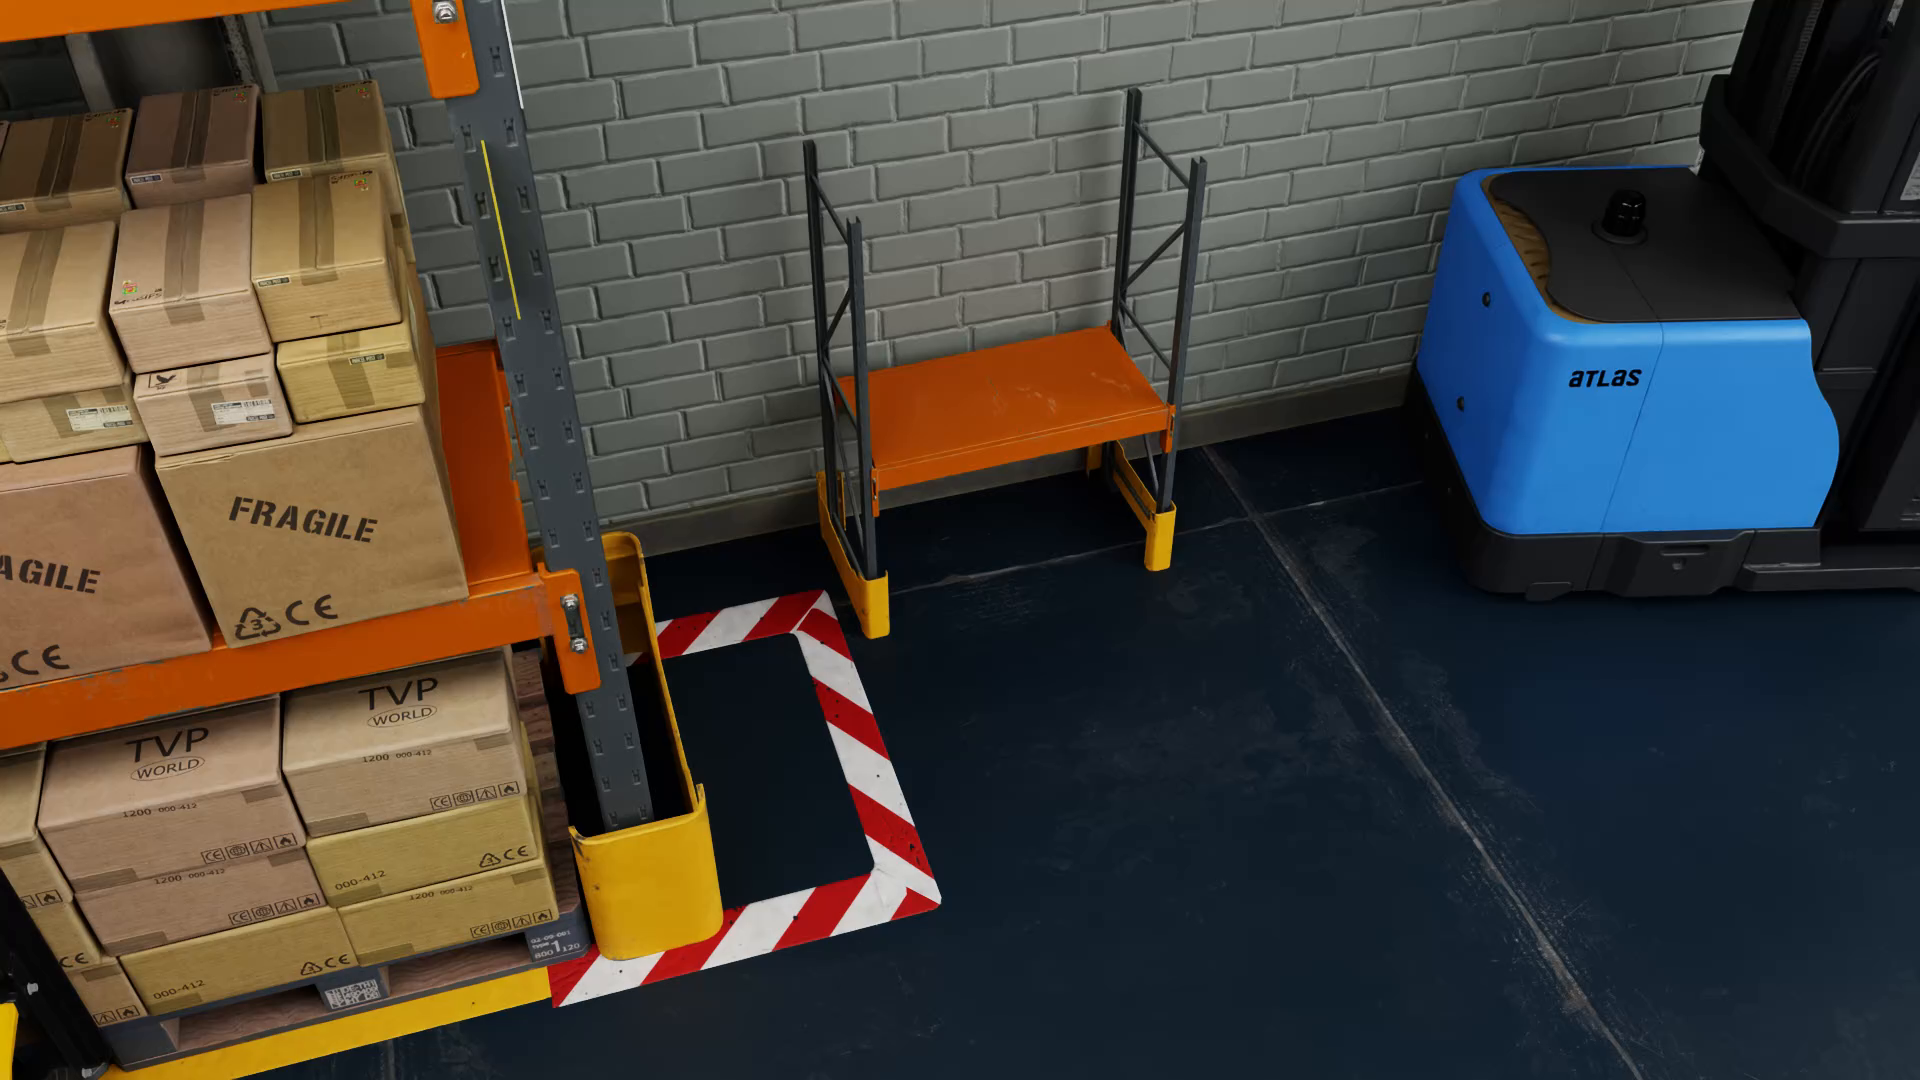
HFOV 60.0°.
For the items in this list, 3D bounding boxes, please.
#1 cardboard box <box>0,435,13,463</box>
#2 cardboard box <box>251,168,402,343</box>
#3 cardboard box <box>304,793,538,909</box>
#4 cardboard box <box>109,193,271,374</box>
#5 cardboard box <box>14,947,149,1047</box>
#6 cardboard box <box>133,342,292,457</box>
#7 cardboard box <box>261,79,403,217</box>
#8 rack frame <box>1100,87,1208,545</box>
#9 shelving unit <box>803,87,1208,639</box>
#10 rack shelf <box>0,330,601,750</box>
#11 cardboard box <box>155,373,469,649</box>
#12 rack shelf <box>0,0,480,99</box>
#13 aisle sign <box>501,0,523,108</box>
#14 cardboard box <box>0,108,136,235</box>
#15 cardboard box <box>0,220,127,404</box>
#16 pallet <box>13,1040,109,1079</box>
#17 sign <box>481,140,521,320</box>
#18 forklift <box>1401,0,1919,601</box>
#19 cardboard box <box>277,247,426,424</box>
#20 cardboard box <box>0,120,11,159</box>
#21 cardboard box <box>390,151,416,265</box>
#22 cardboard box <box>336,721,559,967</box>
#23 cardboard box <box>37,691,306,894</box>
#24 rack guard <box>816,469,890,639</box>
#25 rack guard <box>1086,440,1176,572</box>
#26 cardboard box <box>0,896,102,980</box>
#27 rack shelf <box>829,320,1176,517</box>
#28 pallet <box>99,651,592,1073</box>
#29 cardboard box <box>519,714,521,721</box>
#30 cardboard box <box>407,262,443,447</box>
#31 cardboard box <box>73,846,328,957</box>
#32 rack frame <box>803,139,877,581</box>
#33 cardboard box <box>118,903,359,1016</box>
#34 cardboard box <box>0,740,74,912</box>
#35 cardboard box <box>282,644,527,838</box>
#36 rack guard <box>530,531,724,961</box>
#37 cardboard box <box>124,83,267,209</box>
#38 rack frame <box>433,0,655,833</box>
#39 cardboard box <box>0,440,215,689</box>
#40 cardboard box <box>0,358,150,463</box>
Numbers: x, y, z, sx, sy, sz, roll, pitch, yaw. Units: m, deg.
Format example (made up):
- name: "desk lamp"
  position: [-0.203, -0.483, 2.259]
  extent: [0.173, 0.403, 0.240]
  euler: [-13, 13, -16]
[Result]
- name: "cardboard box"
  position: [-1.981, -0.299, 3.243]
  extent: [0.250, 0.149, 0.380]
  euler: [-12, 43, -13]
- name: "cardboard box"
  position: [-1.272, -0.576, 3.335]
  extent: [0.250, 0.149, 0.380]
  euler: [-12, 42, -13]
- name: "cardboard box"
  position: [-1.364, 0.596, 4.178]
  extent: [0.500, 0.250, 0.500]
  euler: [-12, 43, -14]
- name: "cardboard box"
  position: [-1.498, -0.508, 3.256]
  extent: [0.250, 0.149, 0.380]
  euler: [-12, 42, -13]
- name: "cardboard box"
  position: [-2.304, 0.969, 4.132]
  extent: [0.500, 0.250, 0.500]
  euler: [-11, 42, -13]
- name: "cardboard box"
  position: [-1.475, -0.354, 3.306]
  extent: [0.250, 0.149, 0.380]
  euler: [-11, 42, -12]
- name: "cardboard box"
  position: [-1.378, -0.847, 3.644]
  extent: [0.250, 0.149, 0.380]
  euler: [-12, 43, -14]
- name: "rack frame"
  position: [0.603, -0.650, 5.354]
  extent: [0.032, 1.500, 0.500]
  euler: [-13, 43, -14]
- name: "shelving unit"
  position: [0.114, -0.539, 5.227]
  extent: [1.083, 1.500, 0.587]
  euler: [-13, 43, -14]
- name: "rack shelf"
  position: [-2.901, 0.281, 3.695]
  extent: [4.000, 0.370, 1.077]
  euler: [-12, 42, -13]
- name: "cardboard box"
  position: [-1.384, -0.161, 3.578]
  extent: [0.500, 0.500, 0.500]
  euler: [-13, 43, -14]
- name: "rack shelf"
  position: [-2.901, -0.849, 2.708]
  extent: [4.000, 0.370, 1.077]
  euler: [-12, 42, -13]
- name: "aisle sign"
  position: [-0.843, -1.193, 2.860]
  extent: [0.004, 0.787, 0.394]
  euler: [-12, 42, -13]
- name: "cardboard box"
  position: [-1.885, -0.755, 3.540]
  extent: [0.250, 0.149, 0.380]
  euler: [-11, 42, -12]
- name: "cardboard box"
  position: [-1.739, -0.439, 3.178]
  extent: [0.250, 0.149, 0.380]
  euler: [-11, 42, -12]
- name: "pallet"
  position: [-2.872, 1.081, 4.352]
  extent: [1.213, 0.211, 1.003]
  euler: [-12, 42, -13]
- name: "sign"
  position: [-0.844, -0.567, 3.059]
  extent: [0.005, 0.325, 0.100]
  euler: [-12, 42, -13]
- name: "forklift"
  position: [3.163, -1.259, 4.964]
  extent: [3.031, 2.935, 1.130]
  euler: [-2, 41, -2]
- name: "cardboard box"
  position: [-1.240, -0.423, 3.385]
  extent: [0.250, 0.149, 0.380]
  euler: [-11, 42, -12]
- name: "cardboard box"
  position: [-2.126, -0.716, 3.494]
  extent: [0.250, 0.149, 0.380]
  euler: [-11, 42, -13]
- name: "cardboard box"
  position: [-1.395, -0.763, 3.774]
  extent: [0.250, 0.149, 0.380]
  euler: [-13, 43, -14]
- name: "cardboard box"
  position: [-1.347, 0.783, 4.344]
  extent: [0.500, 0.250, 0.500]
  euler: [-11, 42, -13]
- name: "cardboard box"
  position: [-1.824, 0.507, 3.901]
  extent: [0.500, 0.250, 0.500]
  euler: [-11, 42, -12]
- name: "rack guard"
  position: [-0.357, 0.039, 5.516]
  extent: [0.087, 0.250, 0.587]
  euler: [-13, 43, -14]
- name: "rack guard"
  position: [0.585, -0.175, 5.760]
  extent: [0.087, 0.250, 0.587]
  euler: [-13, 43, -14]
- name: "cardboard box"
  position: [-2.332, 0.804, 3.941]
  extent: [0.500, 0.250, 0.500]
  euler: [-13, 43, -14]
- name: "rack shelf"
  position: [0.123, -0.405, 5.347]
  extent: [1.000, 0.185, 0.538]
  euler: [-13, 43, -14]
- name: "pallet"
  position: [-1.711, 0.842, 4.625]
  extent: [1.213, 0.211, 1.003]
  euler: [-12, 42, -13]
- name: "cardboard box"
  position: [-1.521, 0.466, 4.707]
  extent: [0.500, 0.250, 0.500]
  euler: [-12, 42, -13]
- name: "cardboard box"
  position: [-1.550, -0.499, 3.966]
  extent: [0.500, 0.500, 0.500]
  euler: [-10, 42, -12]
- name: "cardboard box"
  position: [-1.846, 0.689, 4.073]
  extent: [0.500, 0.250, 0.500]
  euler: [-12, 43, -13]
- name: "rack frame"
  position: [-0.358, -0.432, 5.104]
  extent: [0.032, 1.500, 0.500]
  euler: [-13, 43, -14]
- name: "cardboard box"
  position: [-1.824, 0.876, 4.239]
  extent: [0.500, 0.250, 0.500]
  euler: [-12, 42, -13]
- name: "cardboard box"
  position: [-2.303, 0.613, 3.779]
  extent: [0.500, 0.250, 0.500]
  euler: [-11, 42, -13]
- name: "cardboard box"
  position: [-1.339, 0.402, 4.020]
  extent: [0.500, 0.250, 0.500]
  euler: [-10, 42, -12]
- name: "rack guard"
  position: [-0.971, 0.551, 4.739]
  extent: [0.348, 0.500, 1.175]
  euler: [-12, 42, -13]
- name: "cardboard box"
  position: [-1.651, -0.834, 3.629]
  extent: [0.250, 0.149, 0.380]
  euler: [-10, 42, -12]
- name: "rack frame"
  position: [-0.994, -0.385, 3.911]
  extent: [0.127, 3.000, 1.000]
  euler: [-12, 42, -13]
- name: "cardboard box"
  position: [-1.882, -0.064, 3.468]
  extent: [0.500, 0.500, 0.500]
  euler: [-10, 42, -12]
- name: "cardboard box"
  position: [-1.741, -0.341, 3.291]
  extent: [0.250, 0.149, 0.380]
  euler: [-11, 42, -12]
